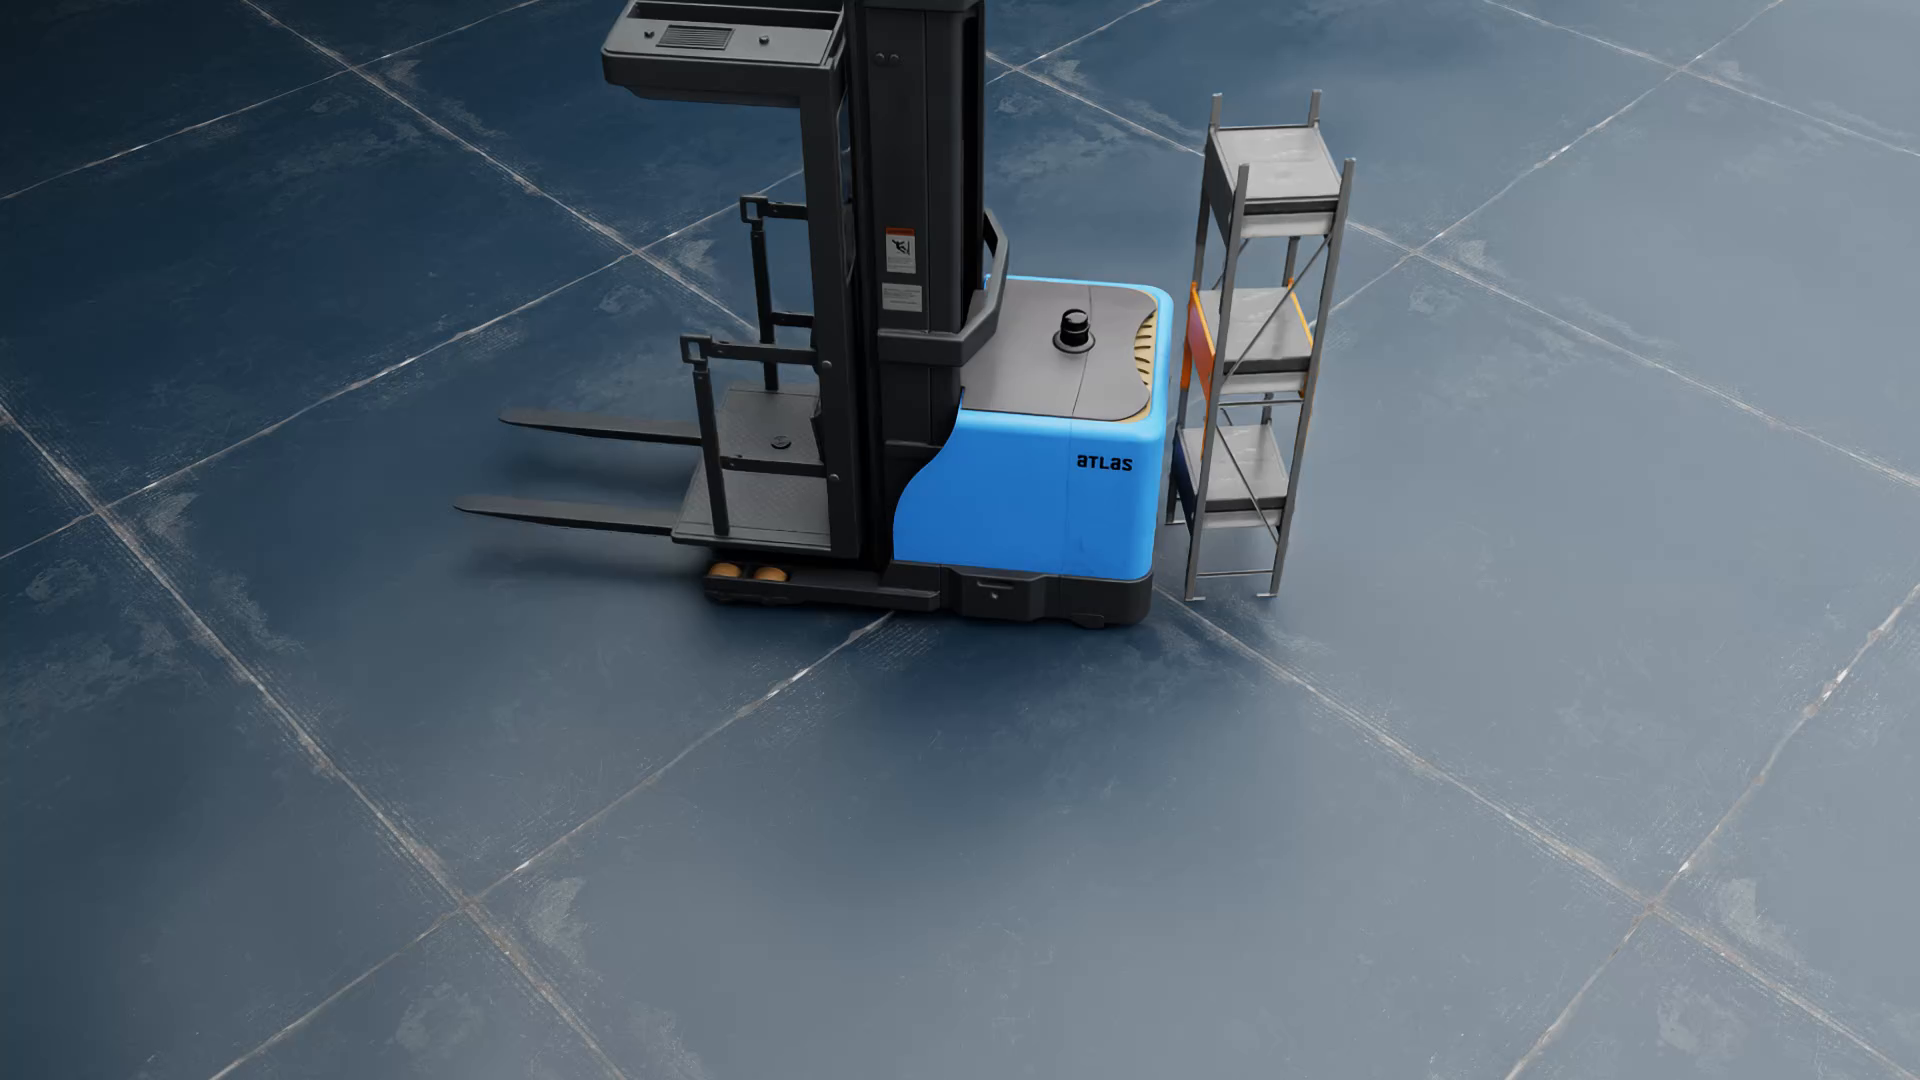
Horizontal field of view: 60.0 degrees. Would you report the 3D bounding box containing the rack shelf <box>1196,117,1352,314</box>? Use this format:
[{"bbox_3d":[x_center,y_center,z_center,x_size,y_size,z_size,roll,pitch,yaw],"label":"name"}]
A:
[{"bbox_3d":[1.134,-1.188,6.093,0.431,0.518,0.480,-3,43,-3],"label":"rack shelf"}]

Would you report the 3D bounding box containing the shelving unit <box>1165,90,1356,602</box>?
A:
[{"bbox_3d":[1.135,-0.686,6.560,0.431,2.100,0.503,-3,43,-3],"label":"shelving unit"}]

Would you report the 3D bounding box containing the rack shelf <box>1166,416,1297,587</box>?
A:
[{"bbox_3d":[1.137,-0.163,7.046,0.431,0.518,0.480,-3,43,-3],"label":"rack shelf"}]

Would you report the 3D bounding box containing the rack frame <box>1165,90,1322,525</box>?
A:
[{"bbox_3d":[1.117,-0.851,6.739,0.400,2.100,0.015,-3,43,-3],"label":"rack frame"}]

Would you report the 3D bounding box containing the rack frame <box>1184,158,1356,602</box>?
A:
[{"bbox_3d":[1.154,-0.520,6.382,0.400,2.100,0.015,-3,43,-3],"label":"rack frame"}]

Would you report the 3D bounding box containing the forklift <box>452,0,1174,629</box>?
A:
[{"bbox_3d":[-0.656,-1.151,6.454,3.031,2.935,1.130,5,43,5],"label":"forklift"}]

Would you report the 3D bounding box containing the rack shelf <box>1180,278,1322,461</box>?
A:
[{"bbox_3d":[1.135,-0.676,6.570,0.431,0.518,0.480,-3,43,-3],"label":"rack shelf"}]
